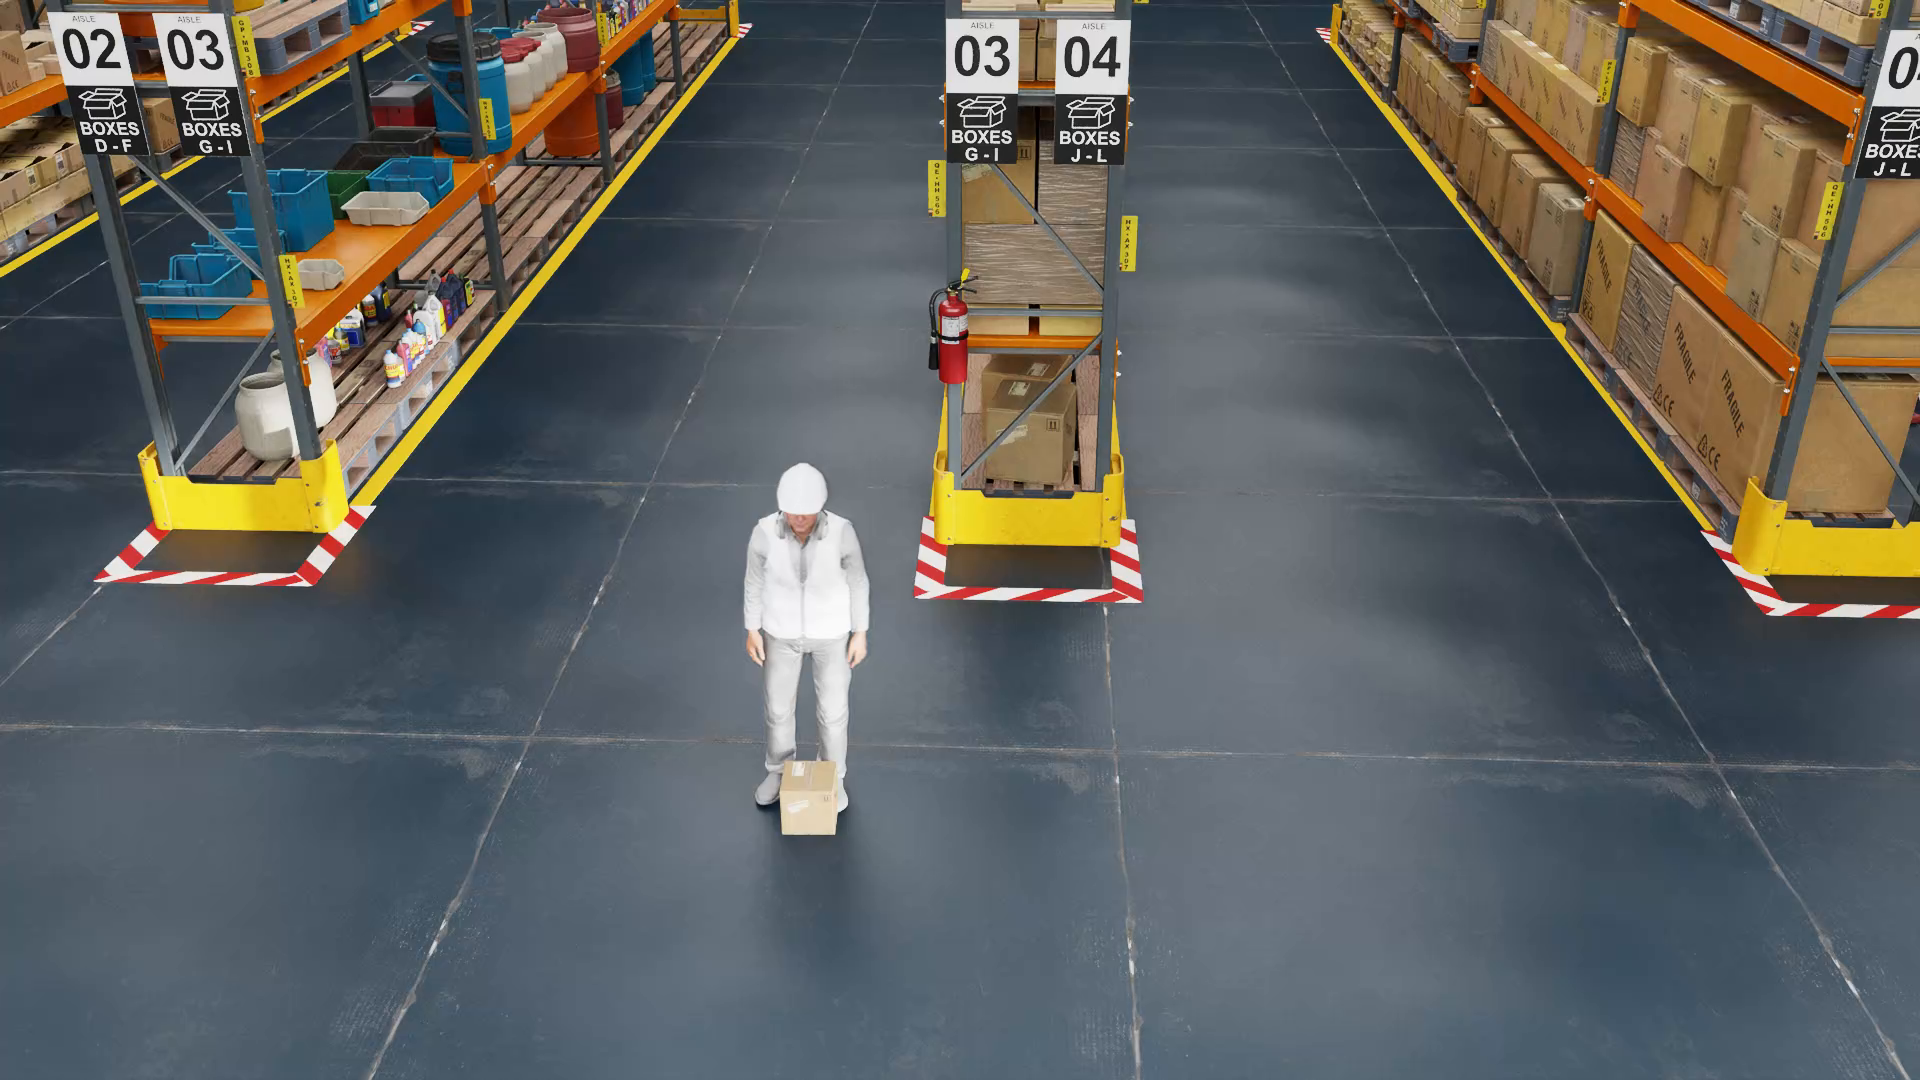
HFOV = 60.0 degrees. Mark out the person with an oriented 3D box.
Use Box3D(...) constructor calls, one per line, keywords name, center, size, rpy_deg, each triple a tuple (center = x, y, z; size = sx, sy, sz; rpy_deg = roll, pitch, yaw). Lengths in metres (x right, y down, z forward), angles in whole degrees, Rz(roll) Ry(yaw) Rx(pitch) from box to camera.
Box3D(name="person", center=(-0.714, 0.432, 7.772), size=(0.581, 1.771, 0.465), rpy_deg=(1, 28, 1))
